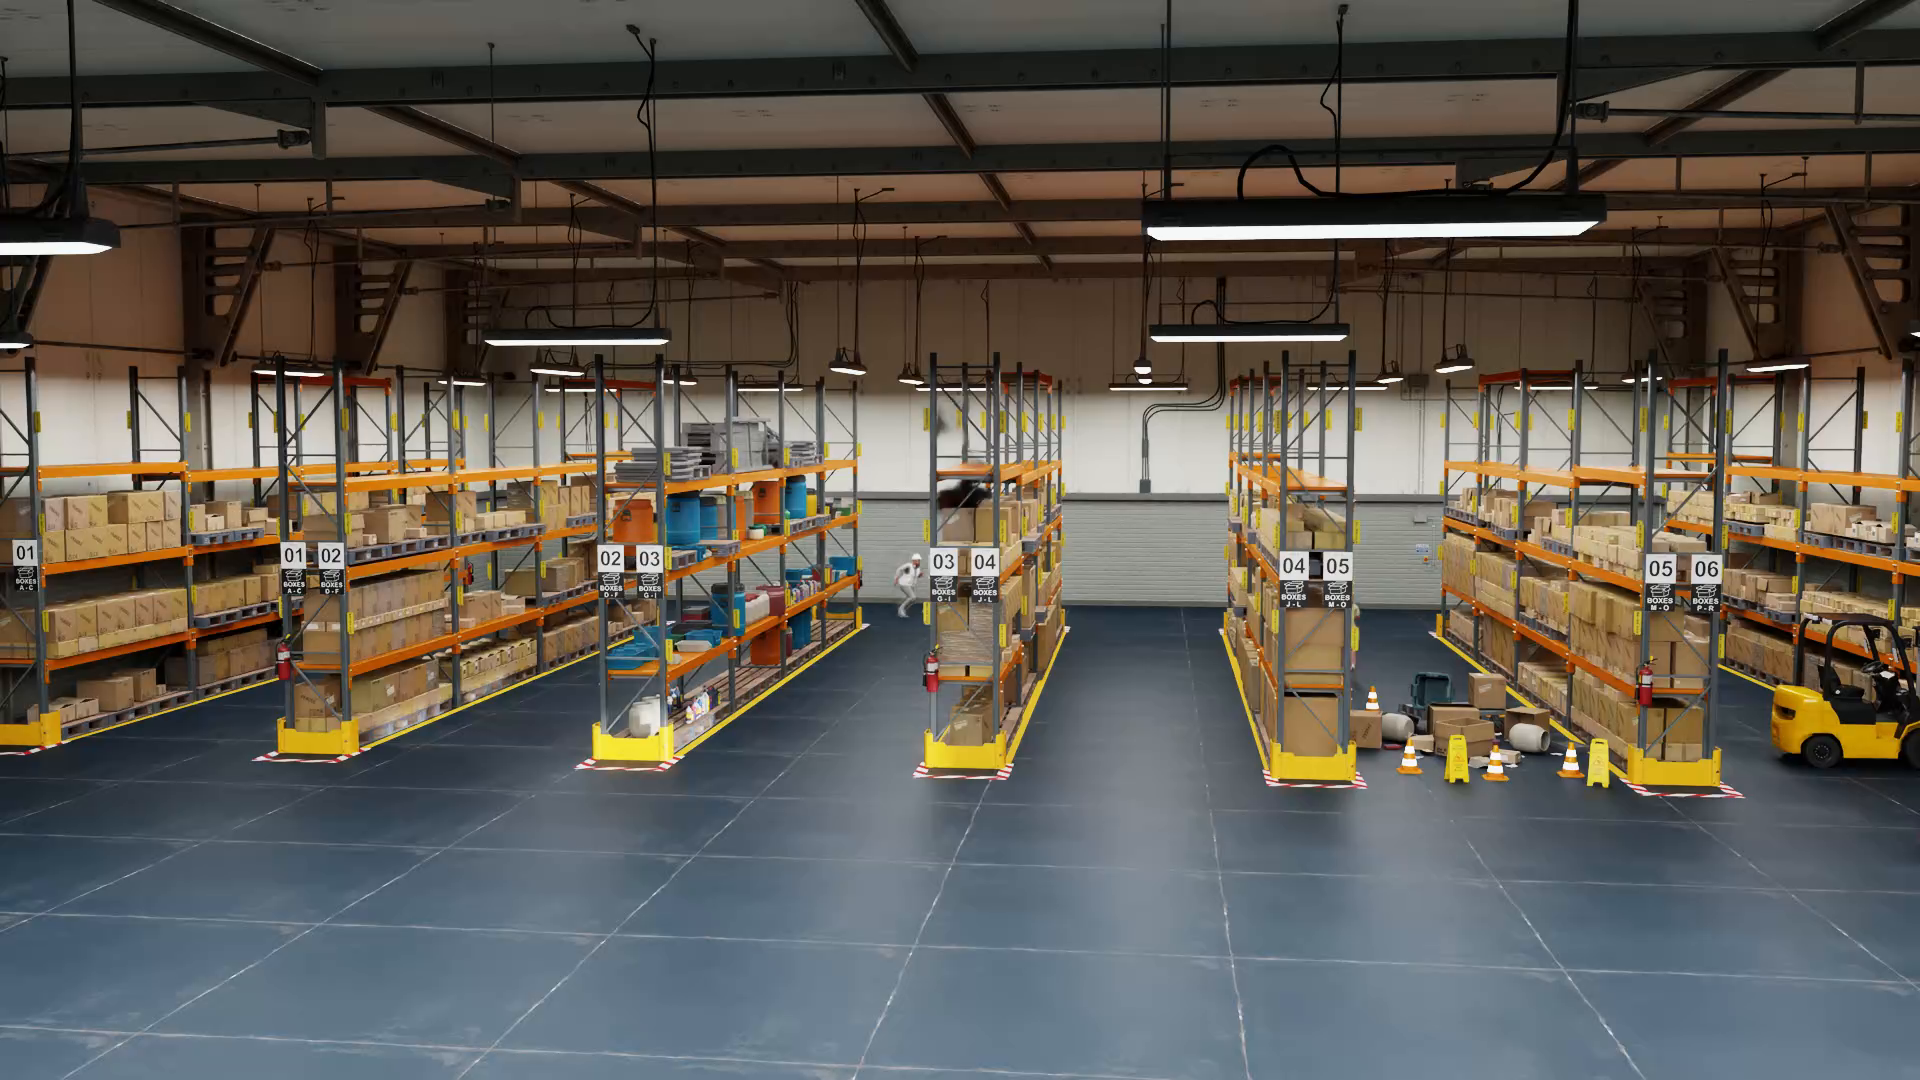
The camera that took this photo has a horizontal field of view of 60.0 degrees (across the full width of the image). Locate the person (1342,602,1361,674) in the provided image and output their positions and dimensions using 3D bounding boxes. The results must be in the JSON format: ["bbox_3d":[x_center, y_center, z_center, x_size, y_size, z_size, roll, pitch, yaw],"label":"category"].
[{"bbox_3d":[7.638,1.821,32.785,0.562,1.678,0.948,0,4,2],"label":"person"}]

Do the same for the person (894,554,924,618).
[{"bbox_3d":[-1.284,1.187,42.678,0.764,1.674,0.724,2,5,28],"label":"person"}]
